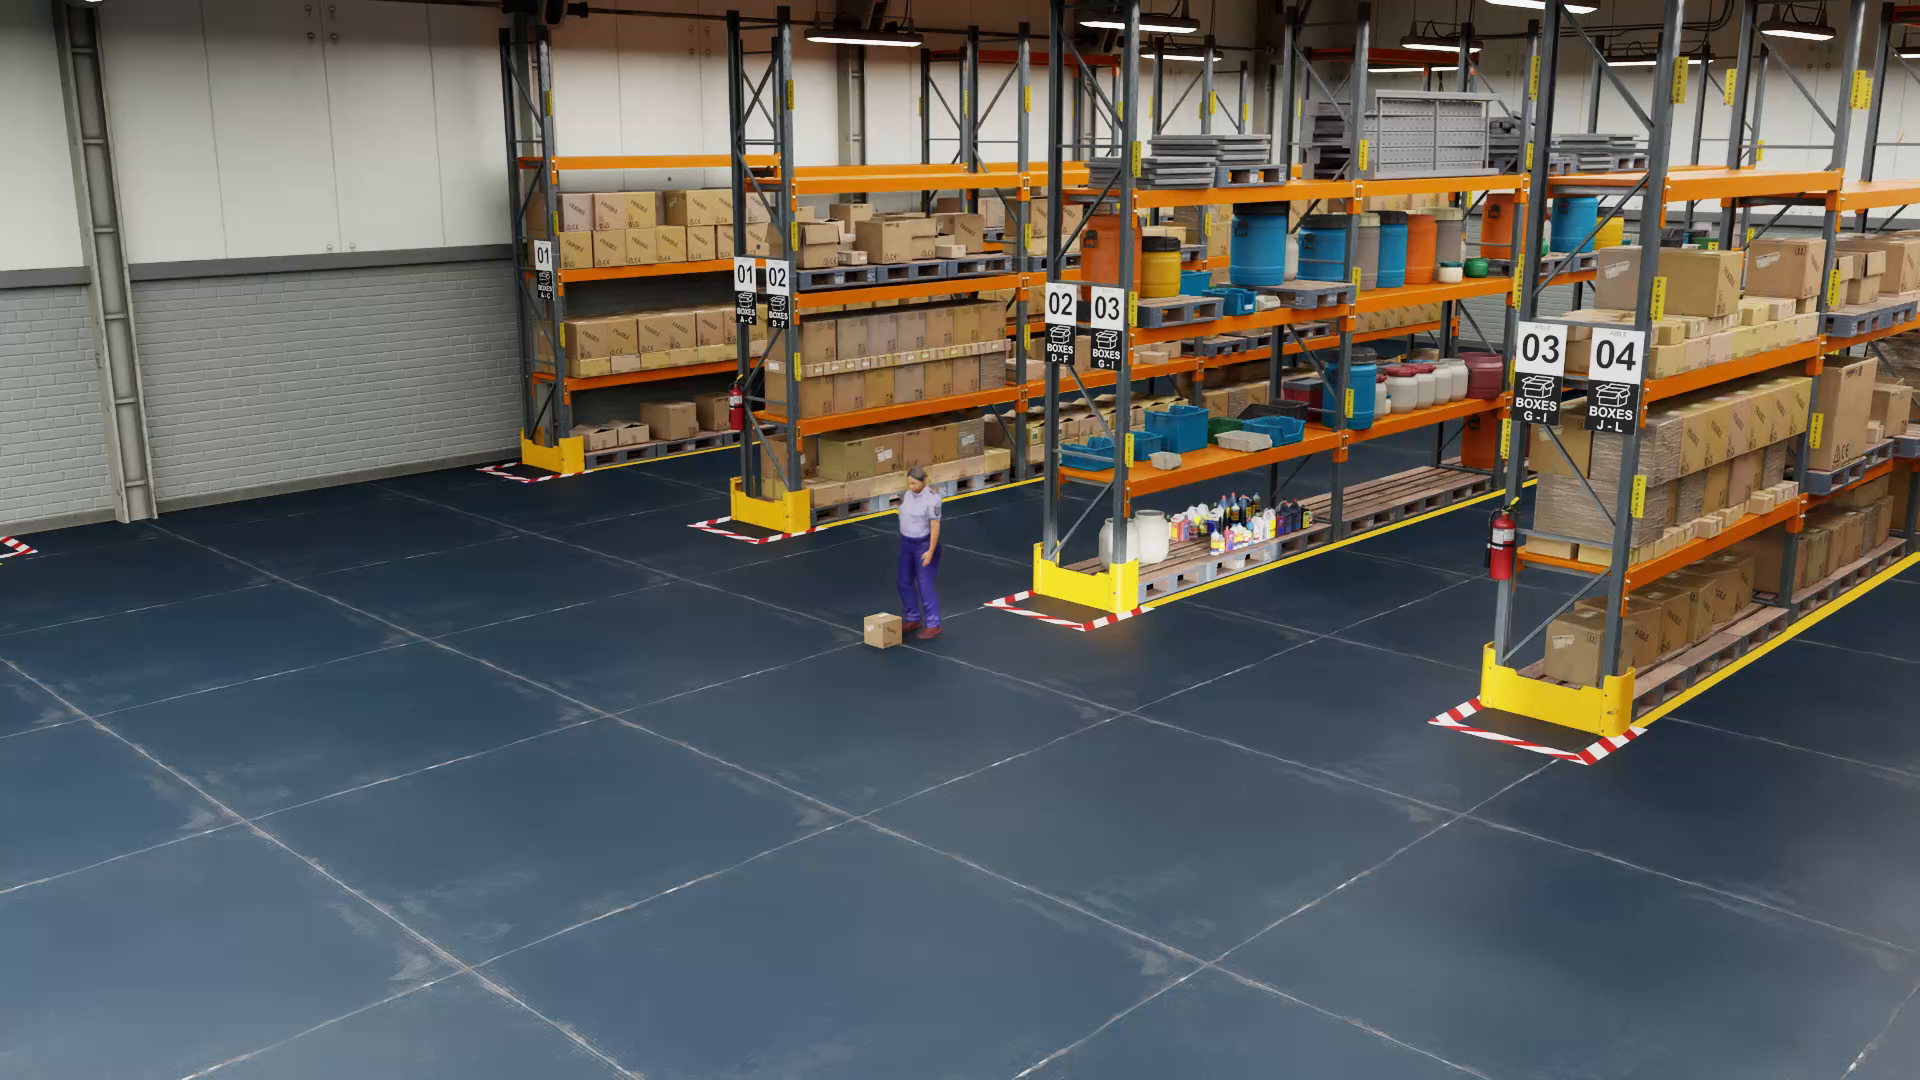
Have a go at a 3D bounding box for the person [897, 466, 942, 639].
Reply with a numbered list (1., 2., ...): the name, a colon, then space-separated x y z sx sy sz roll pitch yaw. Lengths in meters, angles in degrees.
1. person: -0.367 0.099 15.679 0.343 1.635 0.480 -13 19 -43
